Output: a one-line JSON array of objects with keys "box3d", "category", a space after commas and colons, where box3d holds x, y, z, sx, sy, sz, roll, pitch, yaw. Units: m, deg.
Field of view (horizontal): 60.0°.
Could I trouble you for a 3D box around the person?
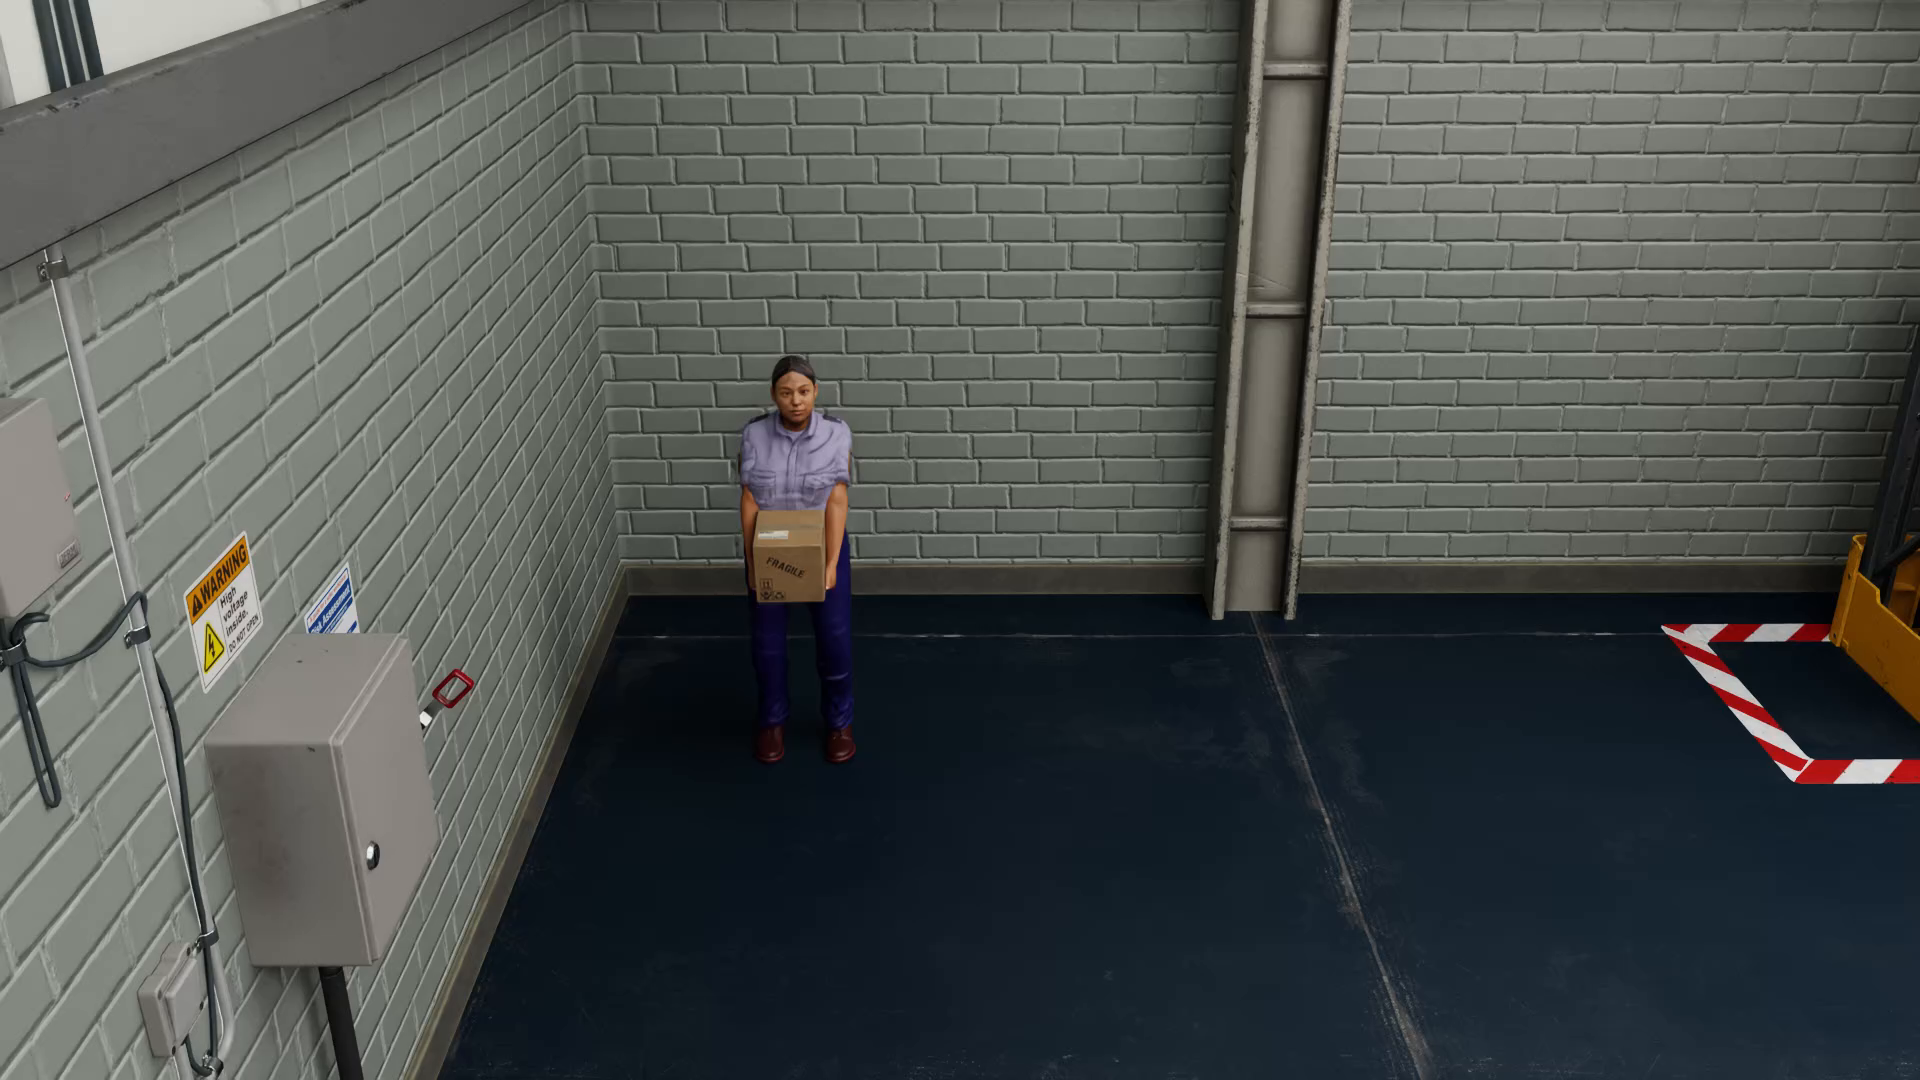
[{"box3d": [-0.621, 0.112, 6.386, 0.435, 1.647, 0.525, -1, 24, -1], "category": "person"}]
